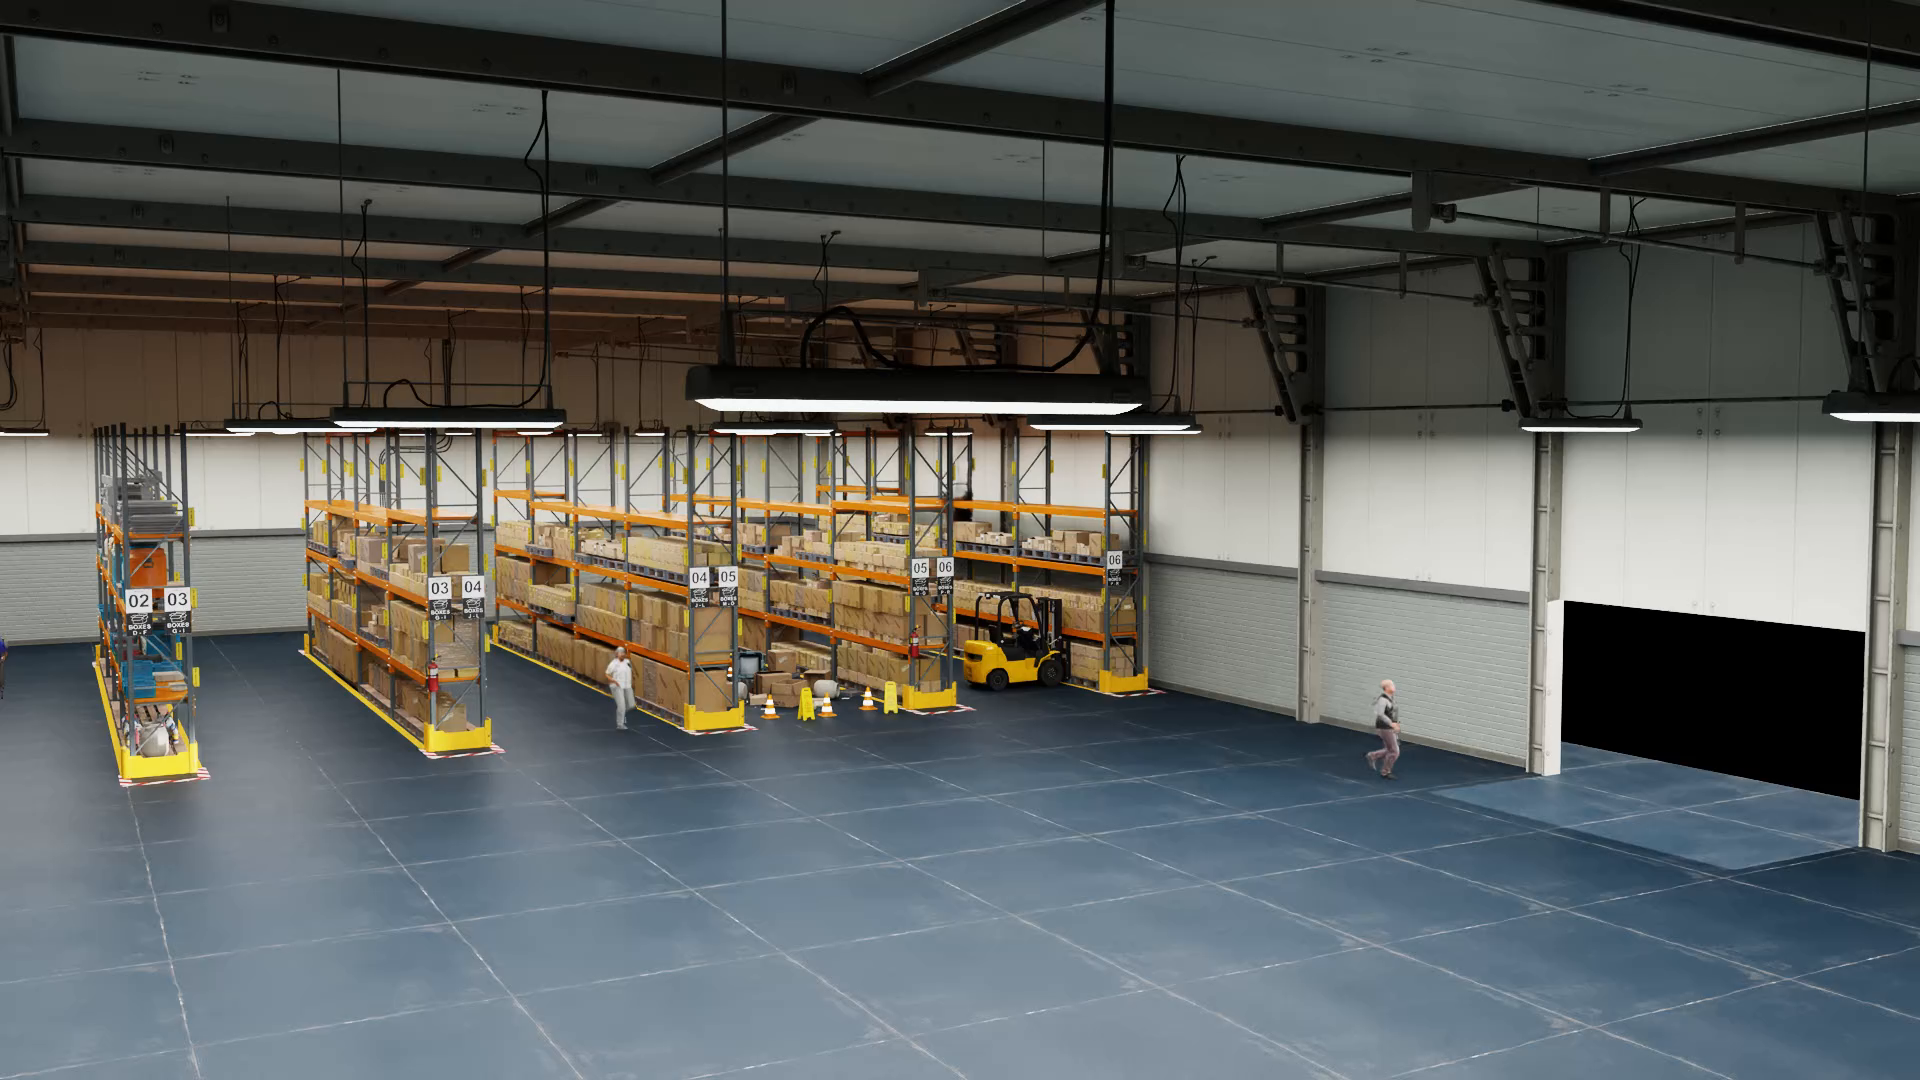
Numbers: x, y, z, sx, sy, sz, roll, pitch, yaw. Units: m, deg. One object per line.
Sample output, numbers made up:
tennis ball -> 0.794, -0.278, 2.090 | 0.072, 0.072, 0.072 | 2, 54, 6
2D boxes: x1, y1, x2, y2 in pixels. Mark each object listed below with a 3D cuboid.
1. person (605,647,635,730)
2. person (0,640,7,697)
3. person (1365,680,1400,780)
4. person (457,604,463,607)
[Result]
person -> -6.706, 2.921, 32.888 | 0.608, 1.618, 0.551 | -3, 5, -41
person -> -20.996, 2.738, 36.093 | 0.575, 1.594, 0.601 | -3, 4, -36
person -> 7.145, 3.185, 28.074 | 0.600, 1.677, 0.690 | 1, 4, 21
person -> -14.130, 2.092, 46.694 | 0.636, 1.618, 0.515 | 2, 4, 32
